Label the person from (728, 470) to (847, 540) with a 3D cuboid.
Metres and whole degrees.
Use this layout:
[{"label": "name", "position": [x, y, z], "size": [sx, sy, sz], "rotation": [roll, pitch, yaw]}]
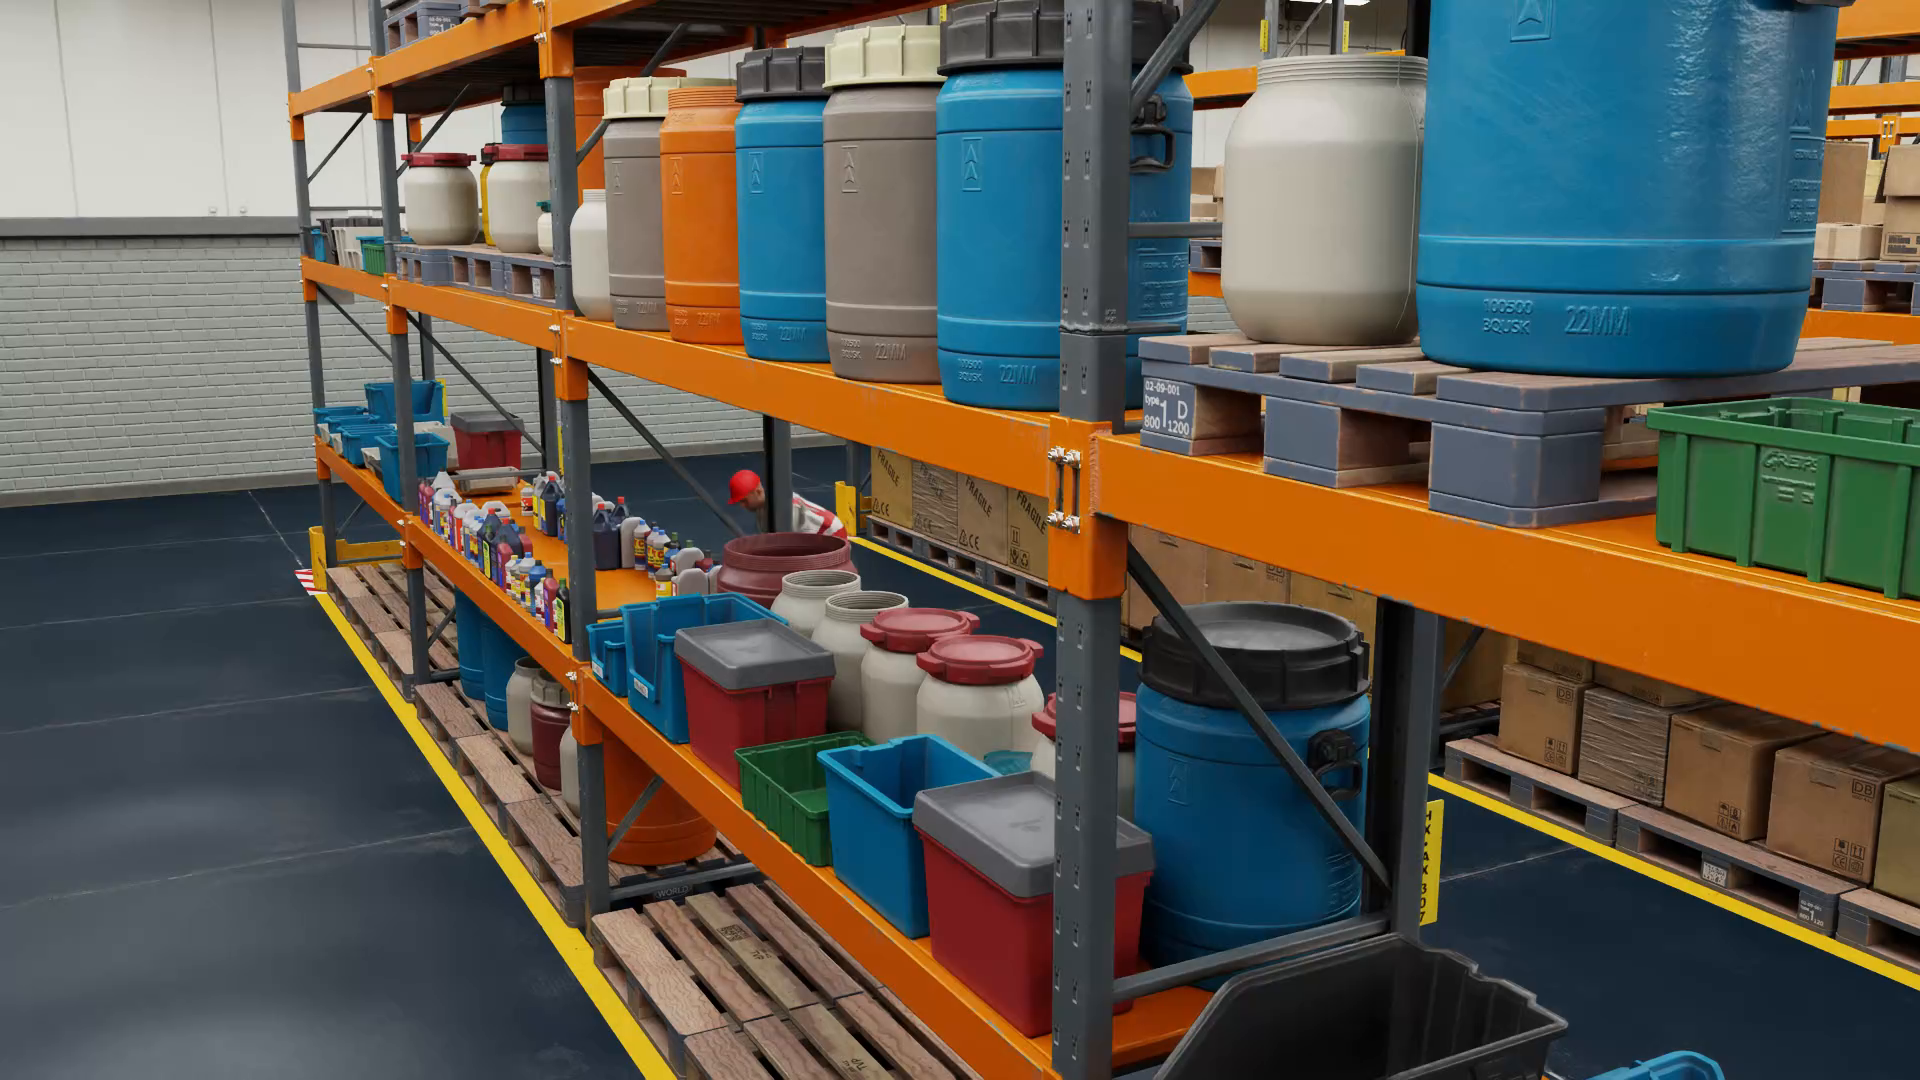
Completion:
[{"label": "person", "position": [-1.207, 0.214, 11.623], "size": [0.858, 1.472, 0.484], "rotation": [-7, 13, -29]}]
